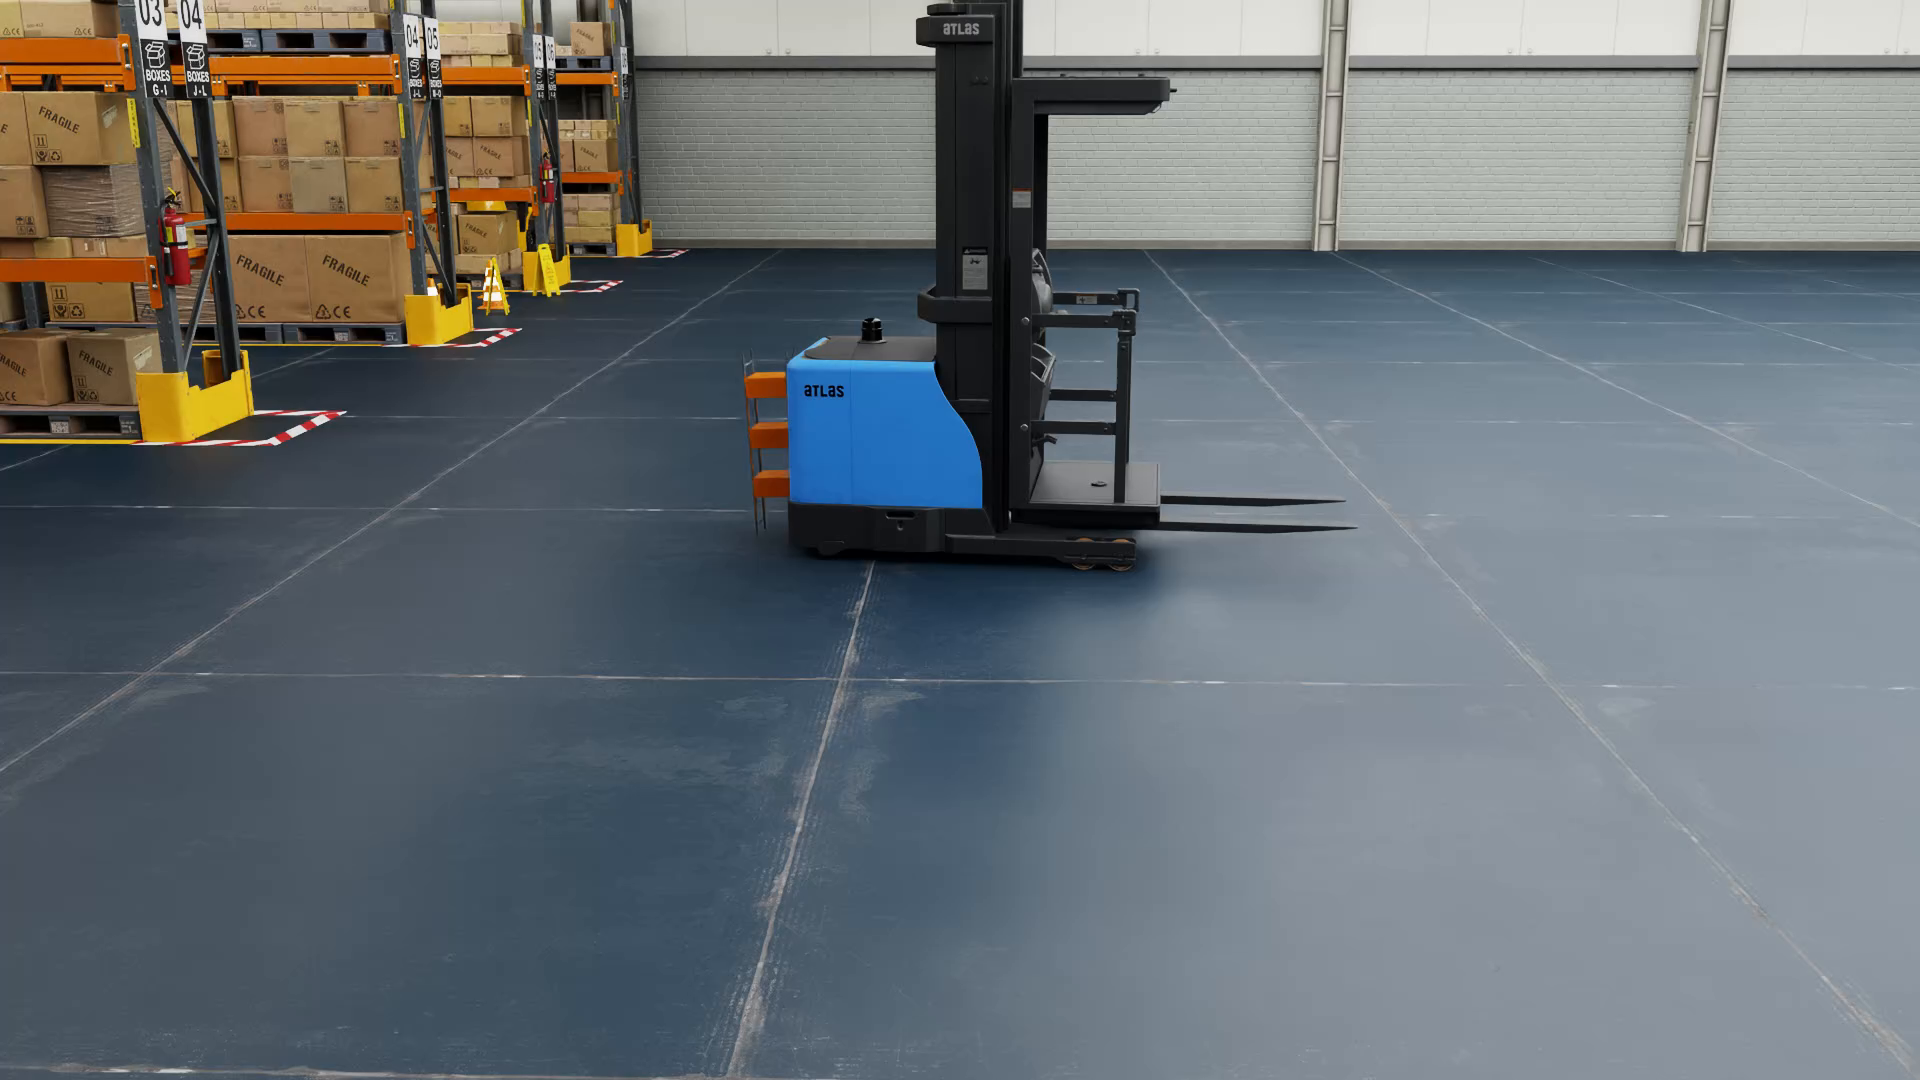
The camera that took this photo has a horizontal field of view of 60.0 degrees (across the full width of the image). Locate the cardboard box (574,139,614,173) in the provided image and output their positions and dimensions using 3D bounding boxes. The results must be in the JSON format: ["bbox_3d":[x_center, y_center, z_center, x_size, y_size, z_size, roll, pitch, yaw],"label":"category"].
[{"bbox_3d":[-5.787,-6.081,26.314,0.500,0.500,0.500,0,15,0],"label":"cardboard box"}]

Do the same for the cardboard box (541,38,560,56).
[{"bbox_3d":[-6.378,-7.663,25.870,0.258,0.266,0.396,0,15,2],"label":"cardboard box"}]

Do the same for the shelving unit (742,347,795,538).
[{"bbox_3d":[-1.034,-0.543,9.319,0.252,1.050,0.215,-1,15,8],"label":"shelving unit"}]

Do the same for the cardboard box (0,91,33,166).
[{"bbox_3d":[-6.721,-2.922,11.795,0.500,0.500,0.500,0,15,1],"label":"cardboard box"}]

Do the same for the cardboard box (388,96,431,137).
[{"bbox_3d":[-6.946,-5.437,21.327,0.500,0.500,0.700,0,15,1],"label":"cardboard box"}]

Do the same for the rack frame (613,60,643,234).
[{"bbox_3d":[-5.289,-6.097,26.569,0.127,3.000,1.000,0,15,1],"label":"rack frame"}]

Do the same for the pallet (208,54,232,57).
[{"bbox_3d":[-10.025,-6.248,21.629,1.003,0.211,1.213,0,15,1],"label":"pallet"}]

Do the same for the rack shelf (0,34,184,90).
[{"bbox_3d":[-7.664,-3.419,11.950,4.000,0.370,1.077,0,15,1],"label":"rack shelf"}]

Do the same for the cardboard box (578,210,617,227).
[{"bbox_3d":[-5.783,-5.136,26.512,0.500,0.250,0.500,0,15,1],"label":"cardboard box"}]

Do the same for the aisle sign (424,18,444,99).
[{"bbox_3d":[-5.359,-4.901,16.940,0.004,0.787,0.394,0,15,1],"label":"aisle sign"}]

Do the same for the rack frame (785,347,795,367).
[{"bbox_3d":[-0.913,-0.545,9.303,0.008,1.050,0.200,-1,15,8],"label":"rack frame"}]

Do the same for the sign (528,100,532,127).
[{"bbox_3d":[-5.446,-5.402,21.047,0.005,0.325,0.100,0,15,1],"label":"sign"}]

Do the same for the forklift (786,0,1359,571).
[{"bbox_3d":[0.626,-1.398,8.894,3.031,2.935,1.130,2,15,7],"label":"forklift"}]

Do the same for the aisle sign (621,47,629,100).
[{"bbox_3d":[-5.231,-7.278,25.952,0.004,0.787,0.394,0,15,1],"label":"aisle sign"}]

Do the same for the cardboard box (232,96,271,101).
[{"bbox_3d":[-8.976,-5.474,21.471,0.500,0.500,0.700,0,15,1],"label":"cardboard box"}]

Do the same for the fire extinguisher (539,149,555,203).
[{"bbox_3d":[-5.309,-4.675,21.332,0.183,0.674,0.296,0,15,1],"label":"fire extinguisher"}]

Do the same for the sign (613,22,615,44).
[{"bbox_3d":[-5.316,-7.799,25.559,0.005,0.325,0.100,0,15,1],"label":"sign"}]

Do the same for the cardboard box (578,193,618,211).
[{"bbox_3d":[-5.757,-5.377,26.448,0.500,0.250,0.500,1,15,3],"label":"cardboard box"}]

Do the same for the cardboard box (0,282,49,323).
[{"bbox_3d":[-10.059,-2.690,17.244,0.750,0.750,1.050,0,15,1],"label":"cardboard box"}]

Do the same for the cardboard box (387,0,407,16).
[{"bbox_3d":[-5.913,-5.410,16.776,0.500,0.250,0.500,0,15,1],"label":"cardboard box"}]

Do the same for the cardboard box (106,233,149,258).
[{"bbox_3d":[-5.955,-2.131,12.031,0.250,0.149,0.380,0,15,1],"label":"cardboard box"}]

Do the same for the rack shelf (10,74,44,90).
[{"bbox_3d":[-11.435,-4.710,16.841,4.000,0.370,1.077,0,15,1],"label":"rack shelf"}]

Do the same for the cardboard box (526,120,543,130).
[{"bbox_3d":[-6.672,-6.534,26.174,0.250,0.149,0.380,1,15,3],"label":"cardboard box"}]

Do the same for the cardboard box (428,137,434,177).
[{"bbox_3d":[-6.962,-4.965,21.500,0.500,0.500,0.500,0,15,1],"label":"cardboard box"}]

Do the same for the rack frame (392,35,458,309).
[{"bbox_3d":[-5.437,-3.568,16.984,0.127,3.000,1.000,0,15,1],"label":"rack frame"}]

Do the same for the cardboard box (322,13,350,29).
[{"bbox_3d":[-6.030,-5.066,16.254,0.250,0.149,0.380,0,15,2],"label":"cardboard box"}]

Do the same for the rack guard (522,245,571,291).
[{"bbox_3d":[-5.488,-3.623,22.092,0.348,0.500,1.175,0,15,1],"label":"rack guard"}]

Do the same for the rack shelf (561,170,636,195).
[{"bbox_3d":[-7.288,-5.762,26.710,4.000,0.370,1.077,0,15,1],"label":"rack shelf"}]

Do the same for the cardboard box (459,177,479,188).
[{"bbox_3d":[-6.303,-4.638,21.531,0.250,0.149,0.380,0,15,0],"label":"cardboard box"}]

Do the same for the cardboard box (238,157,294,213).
[{"bbox_3d":[-6.916,-3.665,17.058,0.550,0.550,0.875,0,15,1],"label":"cardboard box"}]

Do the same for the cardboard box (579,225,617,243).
[{"bbox_3d":[-5.766,-4.893,26.572,0.500,0.250,0.500,0,15,2],"label":"cardboard box"}]

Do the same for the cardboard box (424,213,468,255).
[{"bbox_3d":[-6.741,-4.008,21.750,0.500,0.500,0.500,1,15,4],"label":"cardboard box"}]

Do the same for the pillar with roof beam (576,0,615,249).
[{"bbox_3d":[-6.072,-8.134,22.531,0.400,9.000,9.100,0,15,1],"label":"pillar with roof beam"}]

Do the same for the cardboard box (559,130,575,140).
[{"bbox_3d":[-6.157,-6.401,26.254,0.250,0.149,0.380,1,15,2],"label":"cardboard box"}]

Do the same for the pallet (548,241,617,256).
[{"bbox_3d":[-6.054,-4.743,26.903,1.213,0.211,1.003,0,15,1],"label":"pallet"}]

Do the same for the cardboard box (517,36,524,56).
[{"bbox_3d":[-5.908,-6.424,21.639,0.500,0.250,0.500,0,15,0],"label":"cardboard box"}]

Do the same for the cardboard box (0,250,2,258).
[{"bbox_3d":[-6.955,-2.140,12.062,0.250,0.149,0.380,0,15,1],"label":"cardboard box"}]

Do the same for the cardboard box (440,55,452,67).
[{"bbox_3d":[-6.541,-6.113,21.243,0.250,0.149,0.380,0,15,2],"label":"cardboard box"}]

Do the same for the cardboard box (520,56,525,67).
[{"bbox_3d":[-5.735,-6.245,21.742,0.250,0.149,0.380,0,15,1],"label":"cardboard box"}]

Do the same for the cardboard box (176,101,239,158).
[{"bbox_3d":[-7.449,-4.164,16.830,0.500,0.550,0.875,0,15,1],"label":"cardboard box"}]

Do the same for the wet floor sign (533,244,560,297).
[{"bbox_3d":[-5.249,-3.418,21.032,0.232,0.644,0.267,6,16,21],"label":"wet floor sign"}]

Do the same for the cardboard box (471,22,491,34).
[{"bbox_3d":[-6.014,-6.484,21.085,0.250,0.149,0.380,1,15,2],"label":"cardboard box"}]

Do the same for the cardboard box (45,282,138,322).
[{"bbox_3d":[-8.809,-2.748,17.217,0.875,0.875,0.875,1,15,2],"label":"cardboard box"}]

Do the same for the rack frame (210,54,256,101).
[{"bbox_3d":[-9.410,-4.857,21.870,0.127,3.000,1.000,0,15,1],"label":"rack frame"}]

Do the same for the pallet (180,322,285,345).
[{"bbox_3d":[-7.455,-2.214,17.316,1.213,0.211,1.003,0,15,1],"label":"pallet"}]

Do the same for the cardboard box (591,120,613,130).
[{"bbox_3d":[-5.652,-6.551,26.240,0.250,0.149,0.380,0,15,2],"label":"cardboard box"}]

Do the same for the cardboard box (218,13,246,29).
[{"bbox_3d":[-7.048,-5.072,16.279,0.250,0.149,0.380,0,15,2],"label":"cardboard box"}]

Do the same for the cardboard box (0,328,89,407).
[{"bbox_3d":[-6.887,-1.302,12.470,0.500,0.500,0.500,4,15,16],"label":"cardboard box"}]

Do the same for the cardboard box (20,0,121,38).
[{"bbox_3d":[-6.153,-3.620,11.595,0.500,0.250,0.500,1,15,3],"label":"cardboard box"}]

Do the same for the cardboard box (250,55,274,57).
[{"bbox_3d":[-8.845,-6.105,21.211,0.250,0.149,0.380,0,15,1],"label":"cardboard box"}]

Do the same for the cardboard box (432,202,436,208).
[{"bbox_3d":[-6.839,-4.307,21.611,0.250,0.149,0.380,1,15,2],"label":"cardboard box"}]

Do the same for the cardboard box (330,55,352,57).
[{"bbox_3d":[-7.819,-6.091,21.158,0.250,0.149,0.380,0,15,0],"label":"cardboard box"}]

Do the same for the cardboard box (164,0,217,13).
[{"bbox_3d":[-7.439,-5.283,16.297,0.500,0.250,0.500,1,15,2],"label":"cardboard box"}]
